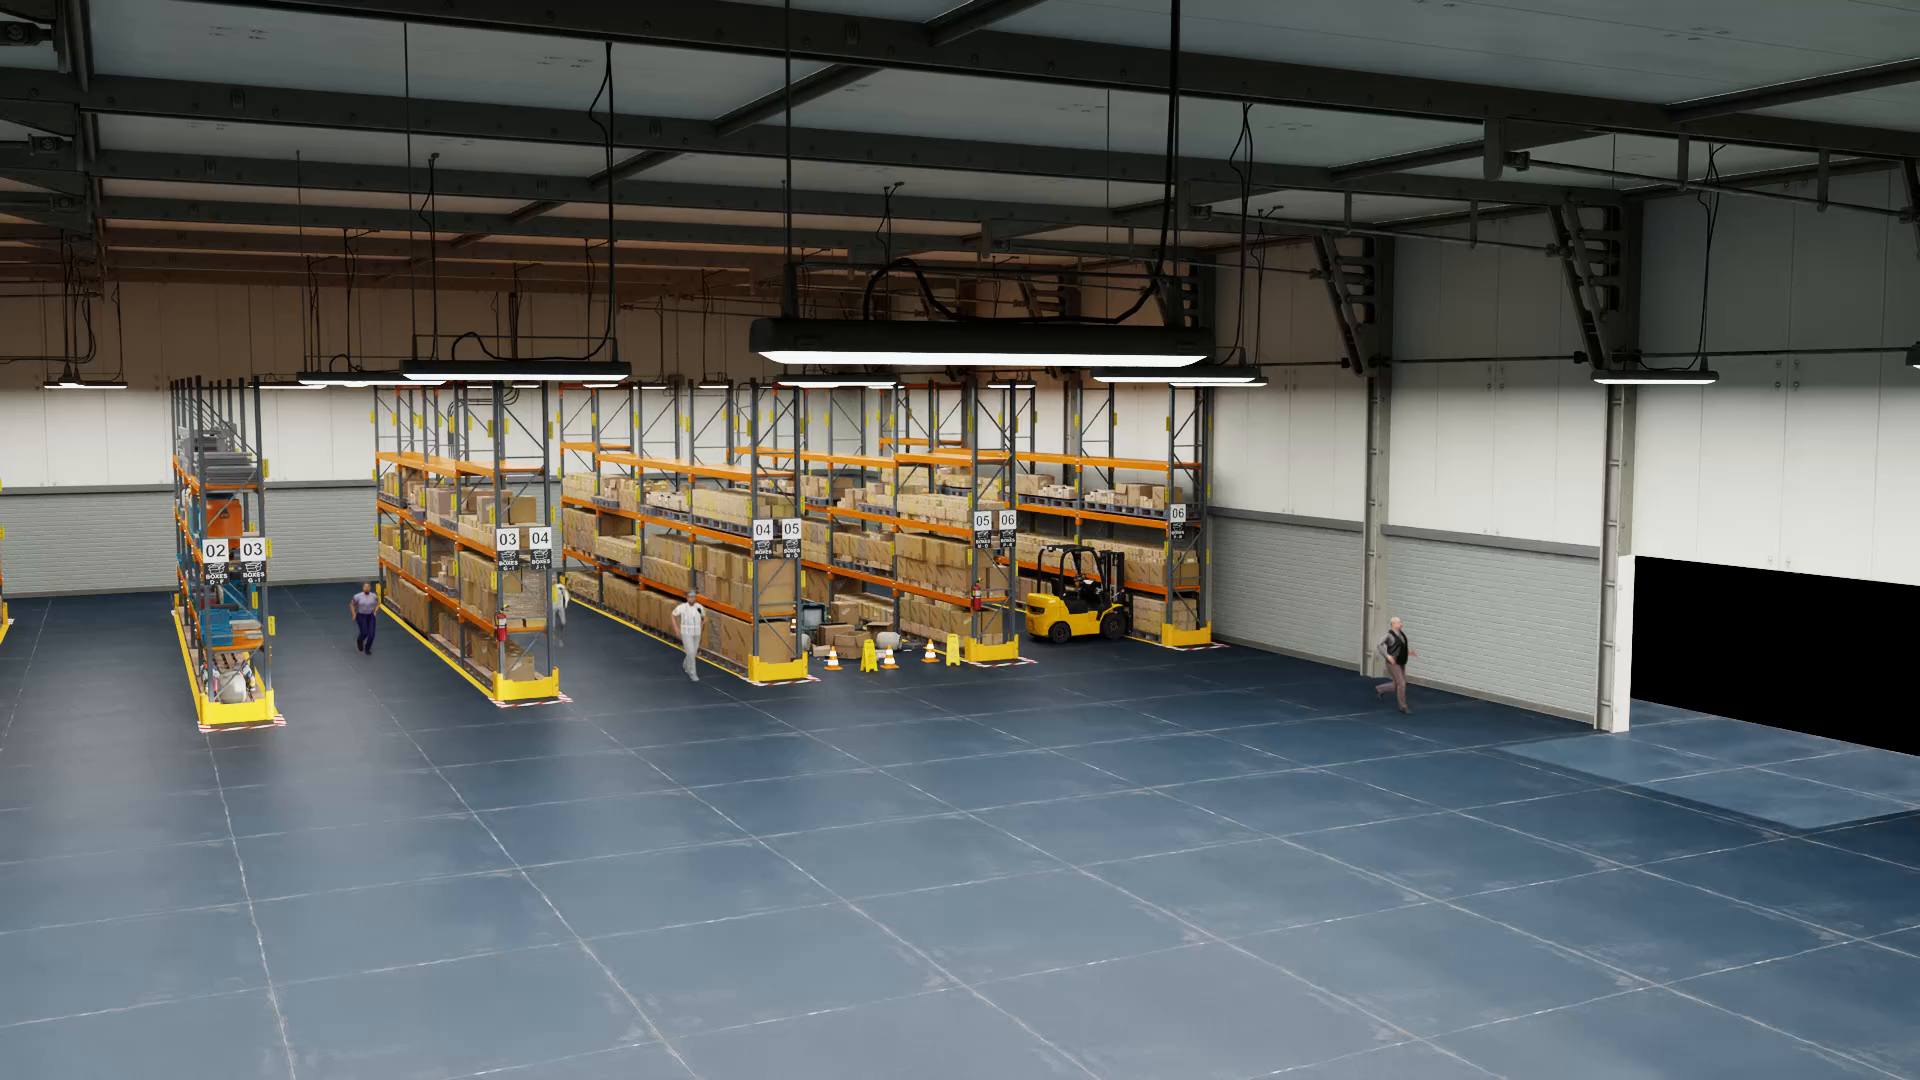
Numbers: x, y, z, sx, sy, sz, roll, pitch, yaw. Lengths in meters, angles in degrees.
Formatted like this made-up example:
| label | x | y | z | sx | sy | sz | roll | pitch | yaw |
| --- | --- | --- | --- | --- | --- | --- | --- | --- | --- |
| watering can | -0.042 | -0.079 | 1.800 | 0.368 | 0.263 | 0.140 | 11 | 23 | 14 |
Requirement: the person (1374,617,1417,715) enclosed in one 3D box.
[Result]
| label | x | y | z | sx | sy | sz | roll | pitch | yaw |
| --- | --- | --- | --- | --- | --- | --- | --- | --- | --- |
| person | 7.774 | 2.235 | 29.786 | 0.662 | 1.721 | 0.880 | -5 | 7 | -43 |

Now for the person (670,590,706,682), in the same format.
| label | x | y | z | sx | sy | sz | roll | pitch | yaw |
| --- | --- | --- | --- | --- | --- | --- | --- | --- | --- |
| person | -5.384 | 1.885 | 33.268 | 0.690 | 1.804 | 0.929 | -3 | 6 | -34 |

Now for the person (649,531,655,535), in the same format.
| label | x | y | z | sx | sy | sz | roll | pitch | yaw |
| --- | --- | --- | --- | --- | --- | --- | --- | --- | --- |
| person | -8.795 | 0.614 | 47.474 | 0.716 | 1.755 | 1.011 | -3 | 6 | -34 |

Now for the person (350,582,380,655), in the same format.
| label | x | y | z | sx | sy | sz | roll | pitch | yaw |
| --- | --- | --- | --- | --- | --- | --- | --- | --- | --- |
| person | -12.906 | 1.711 | 36.175 | 0.592 | 1.598 | 0.588 | -3 | 6 | -34 |

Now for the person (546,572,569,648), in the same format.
| label | x | y | z | sx | sy | sz | roll | pitch | yaw |
| --- | --- | --- | --- | --- | --- | --- | --- | --- | --- |
| person | -9.097 | 1.571 | 37.468 | 0.618 | 1.711 | 0.705 | -2 | 6 | -25 |
